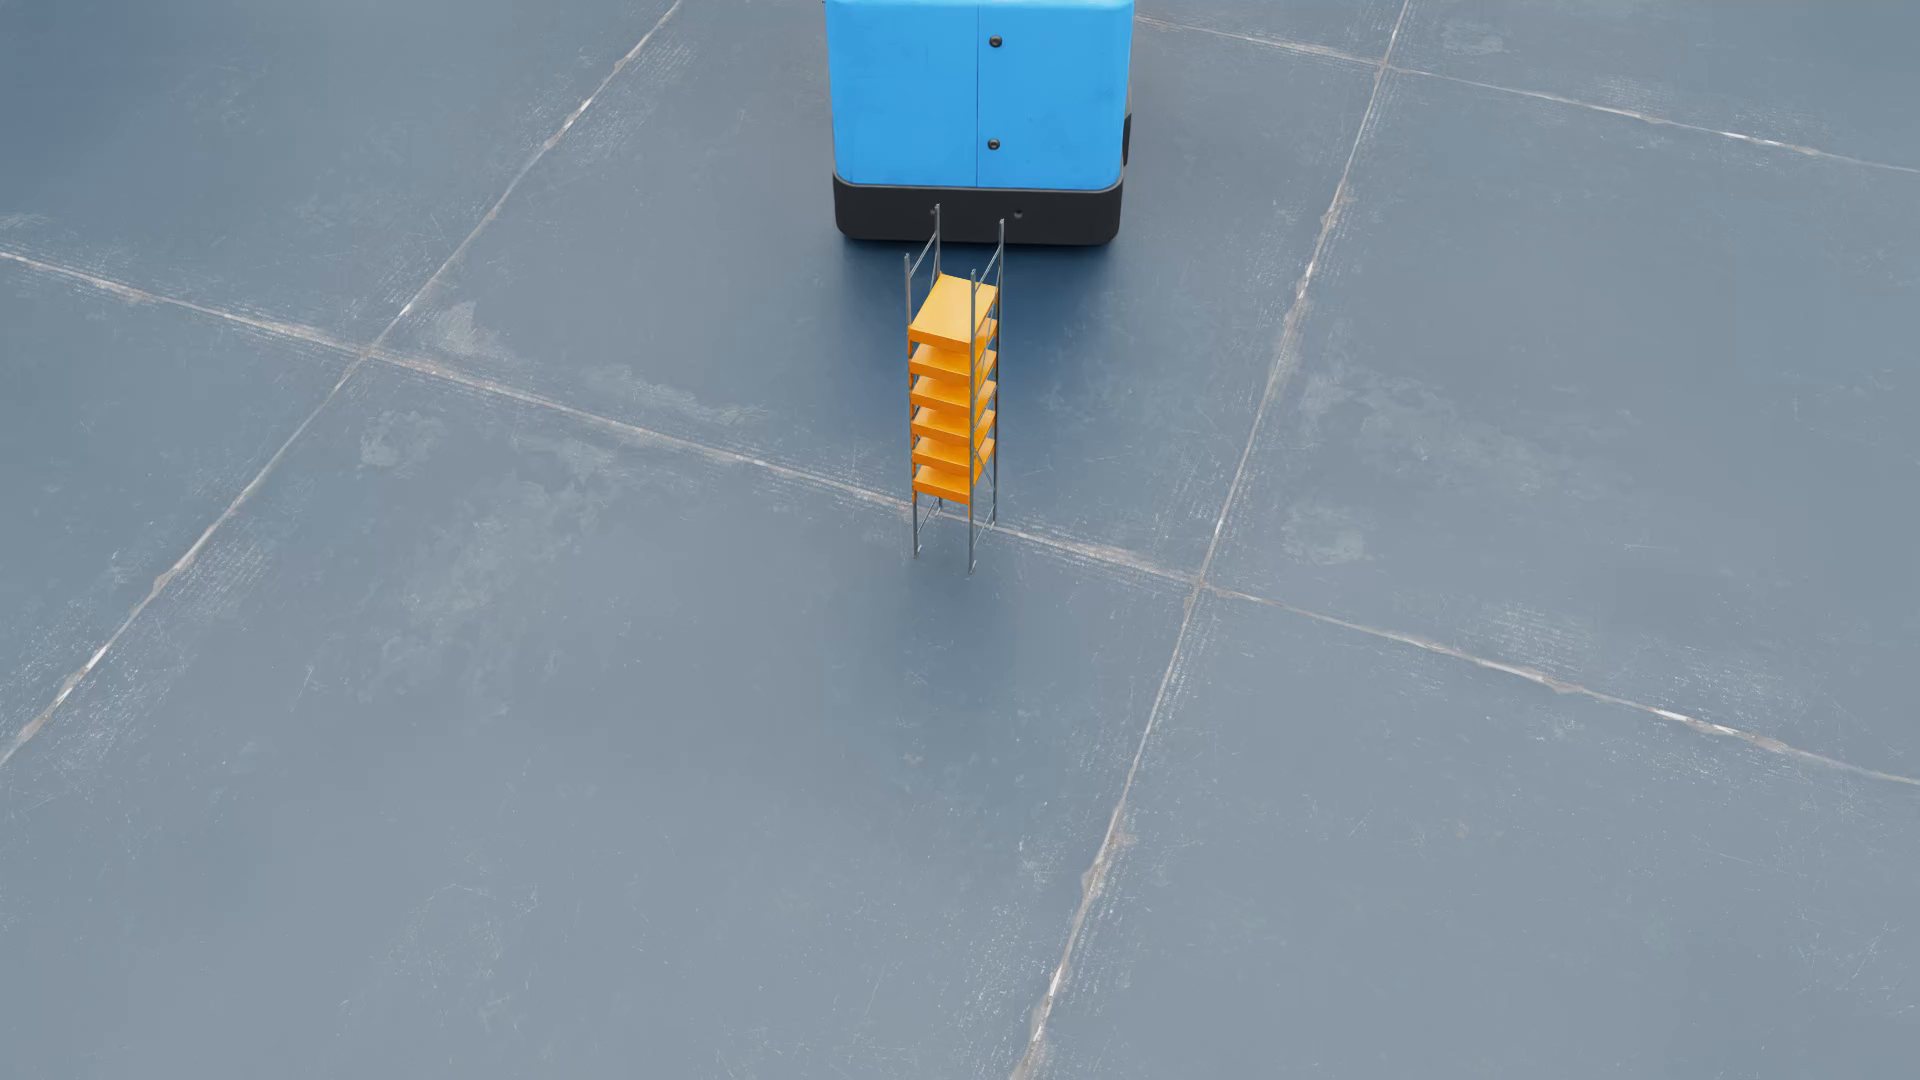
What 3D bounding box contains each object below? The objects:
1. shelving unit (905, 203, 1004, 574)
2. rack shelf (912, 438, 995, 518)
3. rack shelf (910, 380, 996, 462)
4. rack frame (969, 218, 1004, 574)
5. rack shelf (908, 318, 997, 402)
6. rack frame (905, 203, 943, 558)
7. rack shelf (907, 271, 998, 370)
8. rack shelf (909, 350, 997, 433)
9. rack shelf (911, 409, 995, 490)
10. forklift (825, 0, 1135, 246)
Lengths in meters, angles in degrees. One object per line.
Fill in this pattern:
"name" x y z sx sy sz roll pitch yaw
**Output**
"shelving unit" -0.014 -0.397 4.800 0.189 1.200 0.258 16 51 13
"rack shelf" -0.014 -0.210 5.015 0.180 0.103 0.258 16 51 13
"rack shelf" -0.014 -0.368 4.833 0.180 0.103 0.258 16 51 13
"rack frame" 0.072 -0.373 4.779 0.006 1.200 0.240 16 51 13
"rack shelf" -0.014 -0.525 4.652 0.180 0.103 0.258 16 51 13
"rack frame" -0.099 -0.421 4.821 0.006 1.200 0.240 16 51 13
"rack shelf" -0.014 -0.603 4.561 0.180 0.103 0.258 16 51 13
"rack shelf" -0.014 -0.446 4.743 0.180 0.103 0.258 16 51 13
"rack shelf" -0.014 -0.289 4.924 0.180 0.103 0.258 16 51 13
"forklift" 0.124 -3.147 6.038 1.130 2.935 3.031 2 49 2
